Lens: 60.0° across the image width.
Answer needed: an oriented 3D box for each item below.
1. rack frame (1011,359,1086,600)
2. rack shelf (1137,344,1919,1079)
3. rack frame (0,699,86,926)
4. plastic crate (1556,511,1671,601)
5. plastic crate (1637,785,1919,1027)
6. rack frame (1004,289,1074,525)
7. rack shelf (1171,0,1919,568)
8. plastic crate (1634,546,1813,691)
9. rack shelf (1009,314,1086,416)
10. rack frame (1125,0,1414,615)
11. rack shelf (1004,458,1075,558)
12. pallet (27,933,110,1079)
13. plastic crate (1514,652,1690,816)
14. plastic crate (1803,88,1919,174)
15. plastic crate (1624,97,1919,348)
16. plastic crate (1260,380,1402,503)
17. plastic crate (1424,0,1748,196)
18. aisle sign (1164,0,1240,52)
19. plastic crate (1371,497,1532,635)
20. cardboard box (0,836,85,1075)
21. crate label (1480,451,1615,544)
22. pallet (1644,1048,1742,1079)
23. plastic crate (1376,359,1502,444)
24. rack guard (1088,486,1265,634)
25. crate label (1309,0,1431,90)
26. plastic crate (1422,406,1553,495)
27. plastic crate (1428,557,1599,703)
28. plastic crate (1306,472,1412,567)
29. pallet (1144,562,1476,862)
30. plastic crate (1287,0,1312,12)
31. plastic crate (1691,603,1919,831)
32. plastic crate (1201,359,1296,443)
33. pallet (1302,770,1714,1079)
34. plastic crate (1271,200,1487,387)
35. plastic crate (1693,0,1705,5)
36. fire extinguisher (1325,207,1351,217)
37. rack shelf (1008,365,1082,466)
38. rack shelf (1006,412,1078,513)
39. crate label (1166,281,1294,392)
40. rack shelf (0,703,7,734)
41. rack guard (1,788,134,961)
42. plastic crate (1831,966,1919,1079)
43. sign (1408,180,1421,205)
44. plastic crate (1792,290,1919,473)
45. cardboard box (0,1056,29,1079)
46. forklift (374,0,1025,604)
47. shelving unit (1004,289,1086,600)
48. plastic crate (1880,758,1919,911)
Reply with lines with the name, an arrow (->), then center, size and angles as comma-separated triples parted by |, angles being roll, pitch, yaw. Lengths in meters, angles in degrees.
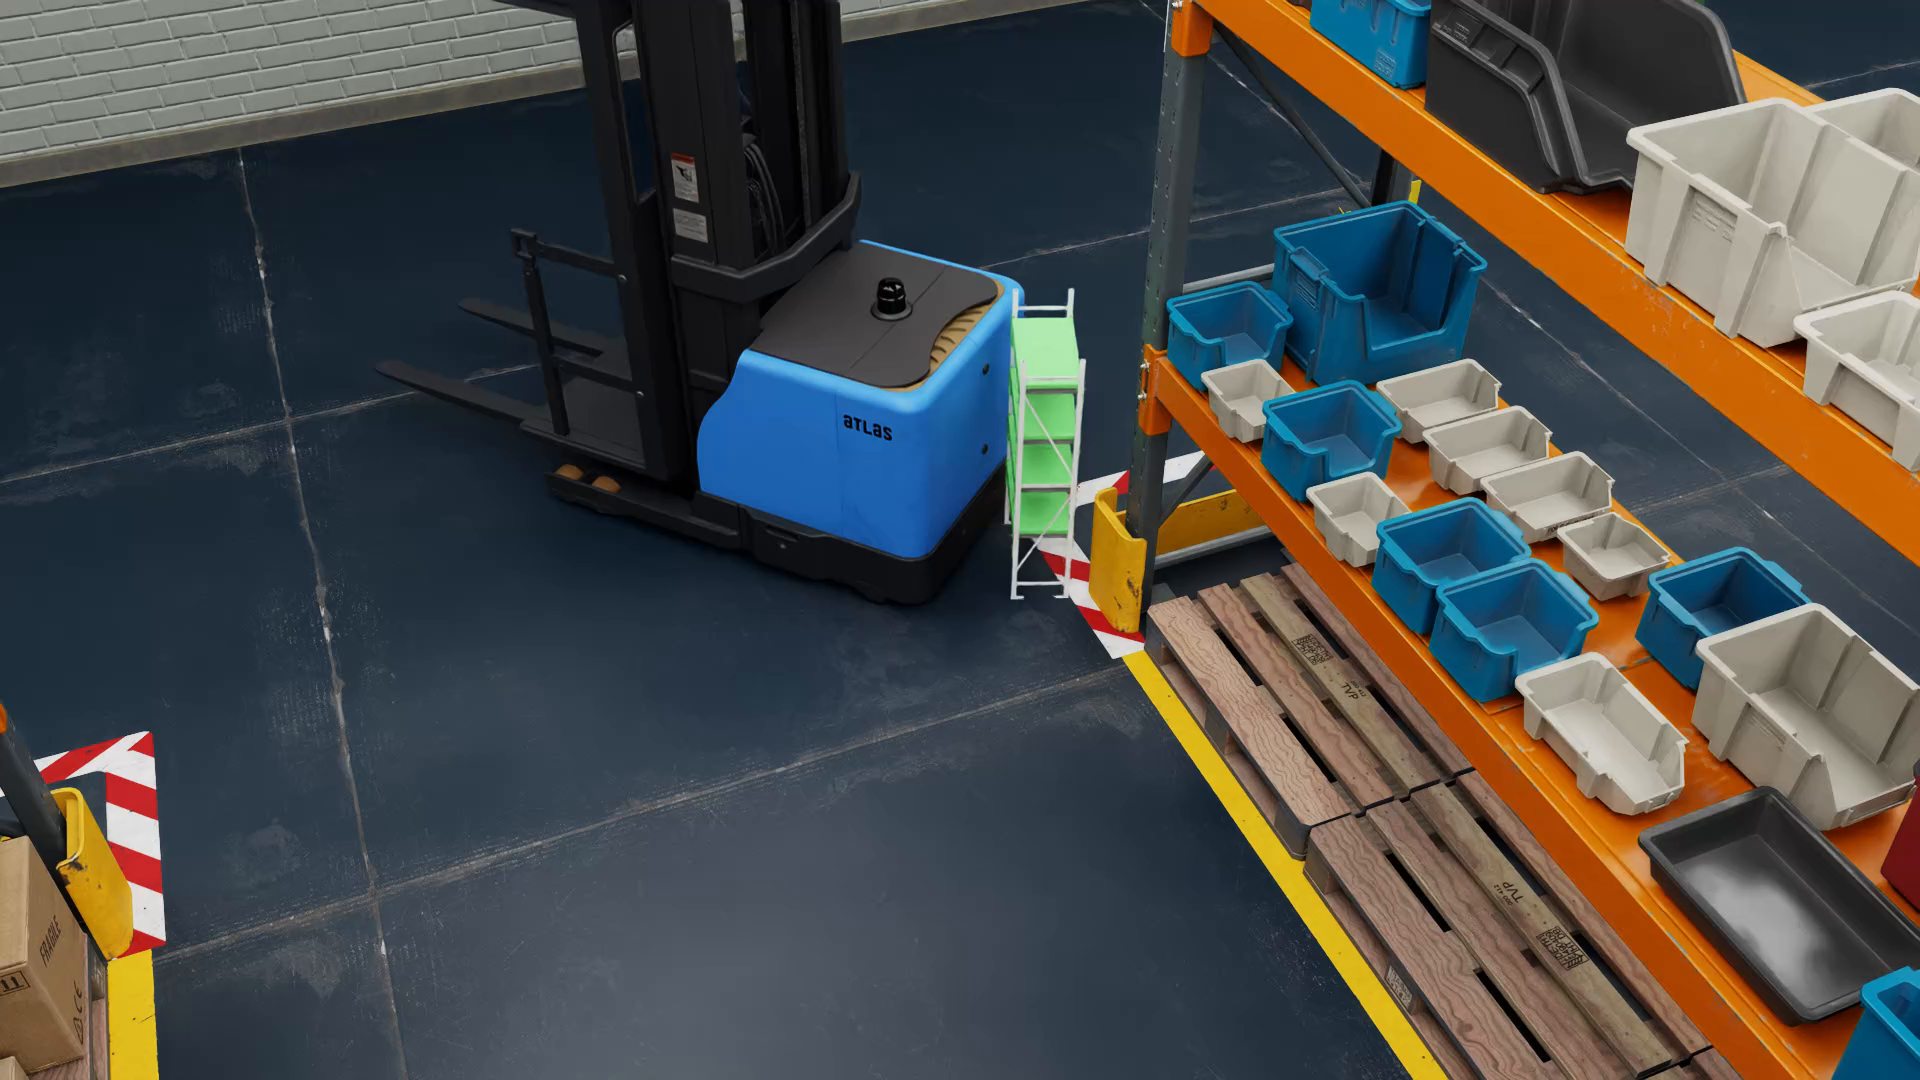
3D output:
rack frame -> 0.340, -0.212, 6.573 | 0.240, 1.200, 0.015 | -1, 41, -2
rack shelf -> 1.913, 0.499, 4.921 | 1.077, 0.370, 4.000 | -15, 43, -17
rack frame -> -3.430, 0.255, 4.653 | 1.000, 3.000, 0.127 | -15, 43, -17
plastic crate -> 1.984, 0.058, 5.038 | 0.298, 0.136, 0.250 | -15, 43, -17
plastic crate -> 2.001, 0.905, 4.061 | 0.437, 0.125, 0.590 | -15, 43, -17
rack frame -> 0.322, -0.530, 6.943 | 0.240, 1.200, 0.015 | -1, 41, -2
rack shelf -> 1.913, -0.638, 3.943 | 1.077, 0.370, 4.000 | -15, 43, -17
plastic crate -> 2.170, 0.235, 4.758 | 0.416, 0.233, 0.300 | -15, 43, -17
rack shelf -> 0.336, -0.687, 6.487 | 0.258, 0.148, 0.480 | -1, 41, -2
rack frame -> 1.147, -0.978, 6.087 | 1.000, 3.000, 0.127 | -15, 43, -17
rack shelf -> 0.328, -0.140, 6.956 | 0.258, 0.148, 0.480 | -1, 41, -2
pallet -> -3.095, 1.838, 4.951 | 1.003, 0.211, 1.213 | -15, 43, -17
plastic crate -> 1.734, 0.534, 4.484 | 0.293, 0.136, 0.466 | -15, 43, -17
plastic crate -> 2.167, -0.833, 3.820 | 0.437, 0.136, 0.530 | -15, 43, -17
plastic crate -> 1.710, -0.659, 3.506 | 0.437, 0.282, 0.530 | -15, 43, -17
plastic crate -> 1.190, -0.310, 5.393 | 0.416, 0.233, 0.300 | -15, 43, -17
plastic crate -> 1.478, -1.103, 3.980 | 0.504, 0.338, 0.767 | -15, 43, -17
aisle sign -> 0.845, -1.933, 5.204 | 0.394, 0.787, 0.004 | -15, 43, -17
plastic crate -> 1.441, 0.086, 4.931 | 0.416, 0.233, 0.300 | -15, 43, -17
cardboard box -> -2.995, 1.302, 5.015 | 0.500, 0.500, 0.500 | -15, 43, -17
crate label -> 1.853, -0.115, 5.240 | 0.396, 0.136, 0.243 | -15, 43, -17
pallet -> 2.361, 2.055, 4.698 | 1.003, 0.211, 1.213 | -15, 43, -17
plastic crate -> 1.627, -0.455, 5.635 | 0.396, 0.136, 0.243 | -15, 43, -17
rack guard -> 1.126, -0.042, 6.915 | 1.175, 0.500, 0.348 | -15, 43, -17
crate label -> 1.202, -1.423, 4.418 | 0.408, 0.251, 0.502 | -15, 43, -17
plastic crate -> 1.724, -0.277, 5.428 | 0.396, 0.136, 0.243 | -15, 43, -17
plastic crate -> 1.556, 0.267, 4.721 | 0.416, 0.233, 0.300 | -15, 43, -17
plastic crate -> 1.244, -0.048, 5.161 | 0.250, 0.136, 0.298 | -15, 43, -17
pallet -> 1.427, 0.585, 6.407 | 1.003, 0.211, 1.213 | -15, 43, -17
plastic crate -> 1.037, -1.765, 4.801 | 0.497, 0.269, 0.590 | -15, 43, -17
plastic crate -> 2.264, 0.487, 4.427 | 0.437, 0.282, 0.530 | -15, 43, -17
plastic crate -> 0.984, -0.456, 5.636 | 0.250, 0.136, 0.298 | -15, 43, -17
pallet -> 1.890, 1.319, 5.554 | 1.003, 0.211, 1.213 | -15, 43, -17
plastic crate -> 1.448, -0.860, 5.876 | 0.616, 0.435, 0.499 | -15, 43, -17
plastic crate -> 1.789, -1.513, 4.570 | 0.450, 0.188, 0.336 | -15, 43, -17
fire extinguisher -> 1.510, -1.012, 6.472 | 0.296, 0.674, 0.183 | -15, 43, -17
rack shelf -> 0.333, -0.505, 6.643 | 0.258, 0.148, 0.480 | -1, 41, -2
rack shelf -> 0.331, -0.322, 6.799 | 0.258, 0.148, 0.480 | -1, 41, -2
crate label -> 0.938, -0.707, 5.854 | 0.416, 0.233, 0.303 | -15, 43, -17
rack shelf -> -2.665, 1.733, 3.486 | 1.077, 0.370, 4.000 | -15, 43, -17
rack guard -> -3.401, 1.249, 5.415 | 1.175, 0.500, 0.348 | -15, 43, -17
plastic crate -> 2.184, 1.218, 3.499 | 0.392, 0.384, 0.575 | -15, 43, -17
sign -> 1.649, -1.187, 6.205 | 0.100, 0.325, 0.005 | -15, 43, -17
plastic crate -> 1.840, -0.277, 3.174 | 0.293, 0.136, 0.466 | -15, 43, -17
cardboard box -> -2.923, 1.695, 4.814 | 0.380, 0.166, 0.250 | -15, 43, -17
forklift -> -1.272, -1.514, 6.763 | 3.031, 2.935, 1.130 | 18, 44, 20
shelving unit -> 0.331, -0.371, 6.758 | 0.258, 1.200, 0.503 | -1, 41, -2
plastic crate -> 2.568, 0.784, 3.943 | 0.402, 0.464, 0.583 | -15, 43, -17
